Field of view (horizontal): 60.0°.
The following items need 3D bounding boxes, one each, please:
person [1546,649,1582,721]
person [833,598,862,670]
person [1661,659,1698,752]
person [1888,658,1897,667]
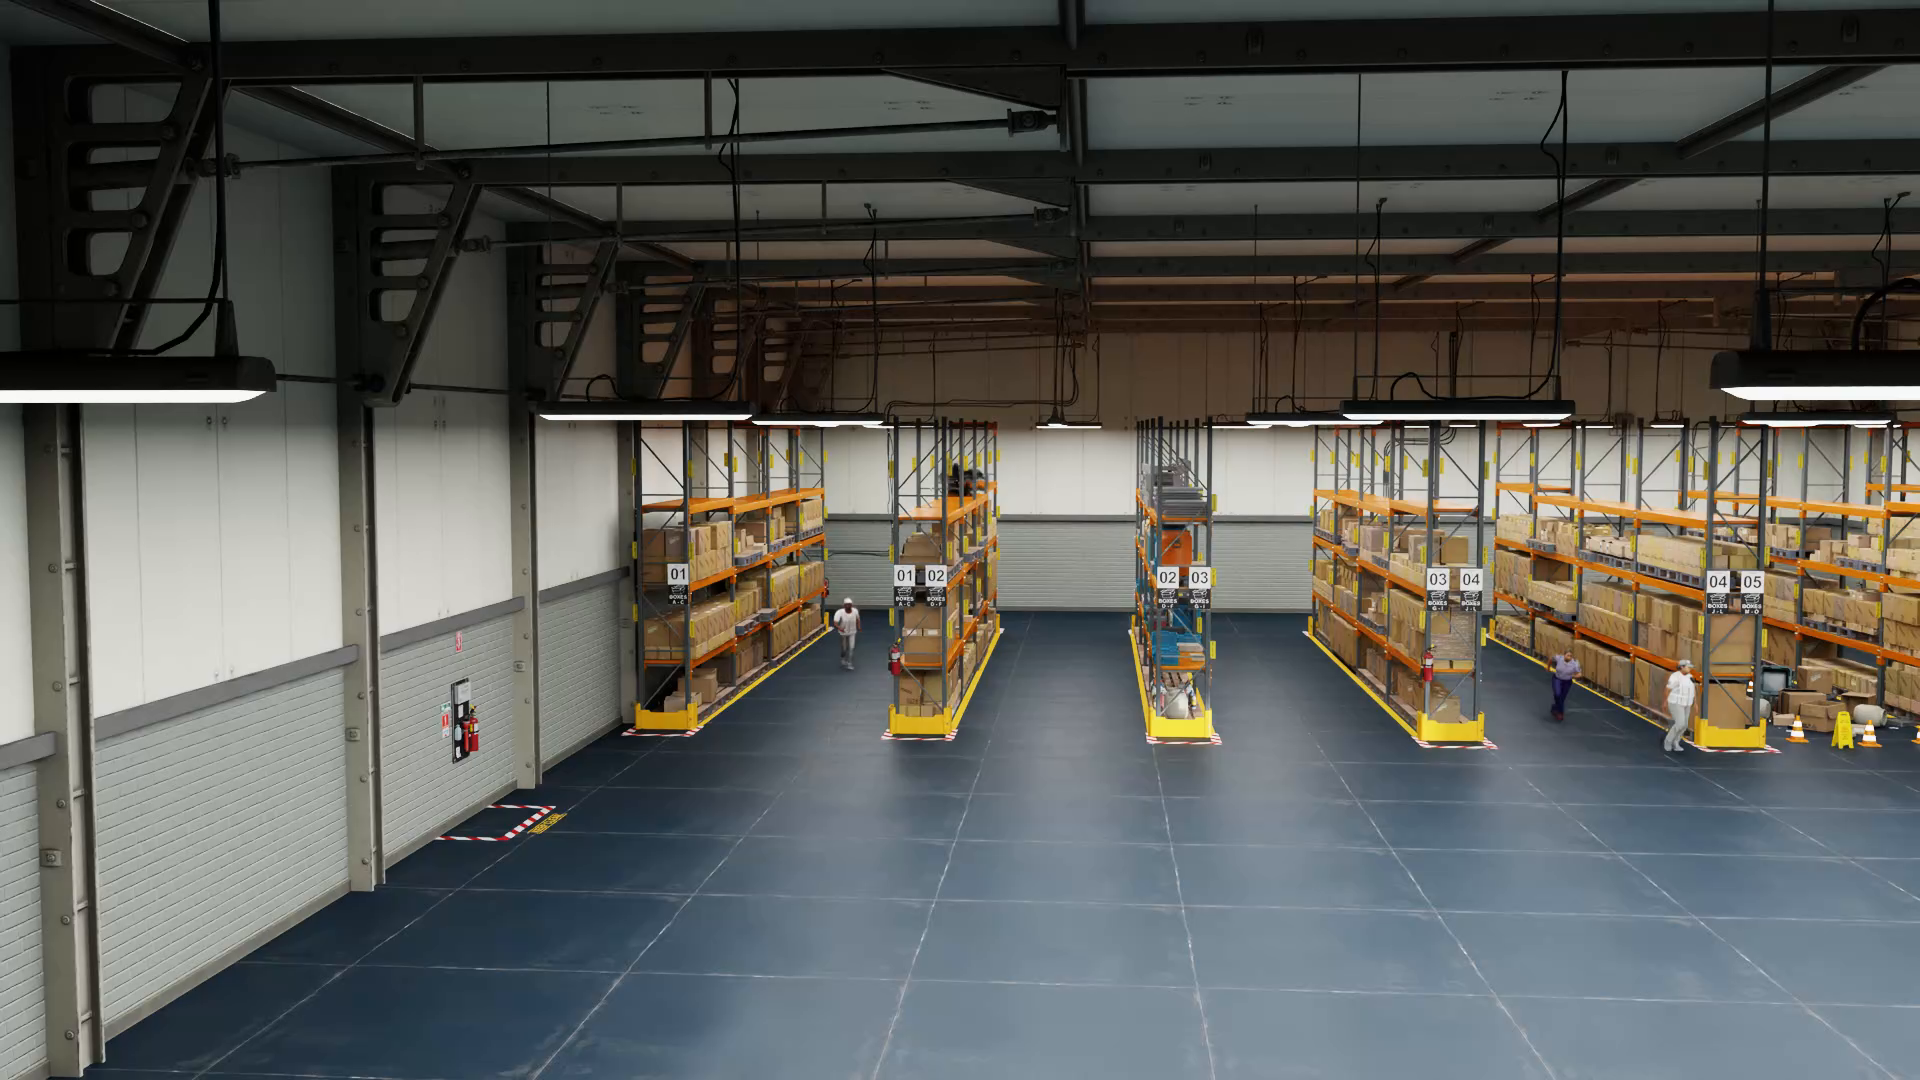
[{"bbox_3d":[11.971,2.826,32.963,0.570,1.440,1.092,1,4,8],"label":"person"},{"bbox_3d":[-2.740,2.247,40.142,0.695,1.724,0.845,-1,4,-15],"label":"person"},{"bbox_3d":[12.867,2.951,29.693,0.555,1.650,0.476,-1,4,-21],"label":"person"},{"bbox_3d":[21.099,2.440,37.323,0.658,1.706,0.628,0,4,0],"label":"person"}]
